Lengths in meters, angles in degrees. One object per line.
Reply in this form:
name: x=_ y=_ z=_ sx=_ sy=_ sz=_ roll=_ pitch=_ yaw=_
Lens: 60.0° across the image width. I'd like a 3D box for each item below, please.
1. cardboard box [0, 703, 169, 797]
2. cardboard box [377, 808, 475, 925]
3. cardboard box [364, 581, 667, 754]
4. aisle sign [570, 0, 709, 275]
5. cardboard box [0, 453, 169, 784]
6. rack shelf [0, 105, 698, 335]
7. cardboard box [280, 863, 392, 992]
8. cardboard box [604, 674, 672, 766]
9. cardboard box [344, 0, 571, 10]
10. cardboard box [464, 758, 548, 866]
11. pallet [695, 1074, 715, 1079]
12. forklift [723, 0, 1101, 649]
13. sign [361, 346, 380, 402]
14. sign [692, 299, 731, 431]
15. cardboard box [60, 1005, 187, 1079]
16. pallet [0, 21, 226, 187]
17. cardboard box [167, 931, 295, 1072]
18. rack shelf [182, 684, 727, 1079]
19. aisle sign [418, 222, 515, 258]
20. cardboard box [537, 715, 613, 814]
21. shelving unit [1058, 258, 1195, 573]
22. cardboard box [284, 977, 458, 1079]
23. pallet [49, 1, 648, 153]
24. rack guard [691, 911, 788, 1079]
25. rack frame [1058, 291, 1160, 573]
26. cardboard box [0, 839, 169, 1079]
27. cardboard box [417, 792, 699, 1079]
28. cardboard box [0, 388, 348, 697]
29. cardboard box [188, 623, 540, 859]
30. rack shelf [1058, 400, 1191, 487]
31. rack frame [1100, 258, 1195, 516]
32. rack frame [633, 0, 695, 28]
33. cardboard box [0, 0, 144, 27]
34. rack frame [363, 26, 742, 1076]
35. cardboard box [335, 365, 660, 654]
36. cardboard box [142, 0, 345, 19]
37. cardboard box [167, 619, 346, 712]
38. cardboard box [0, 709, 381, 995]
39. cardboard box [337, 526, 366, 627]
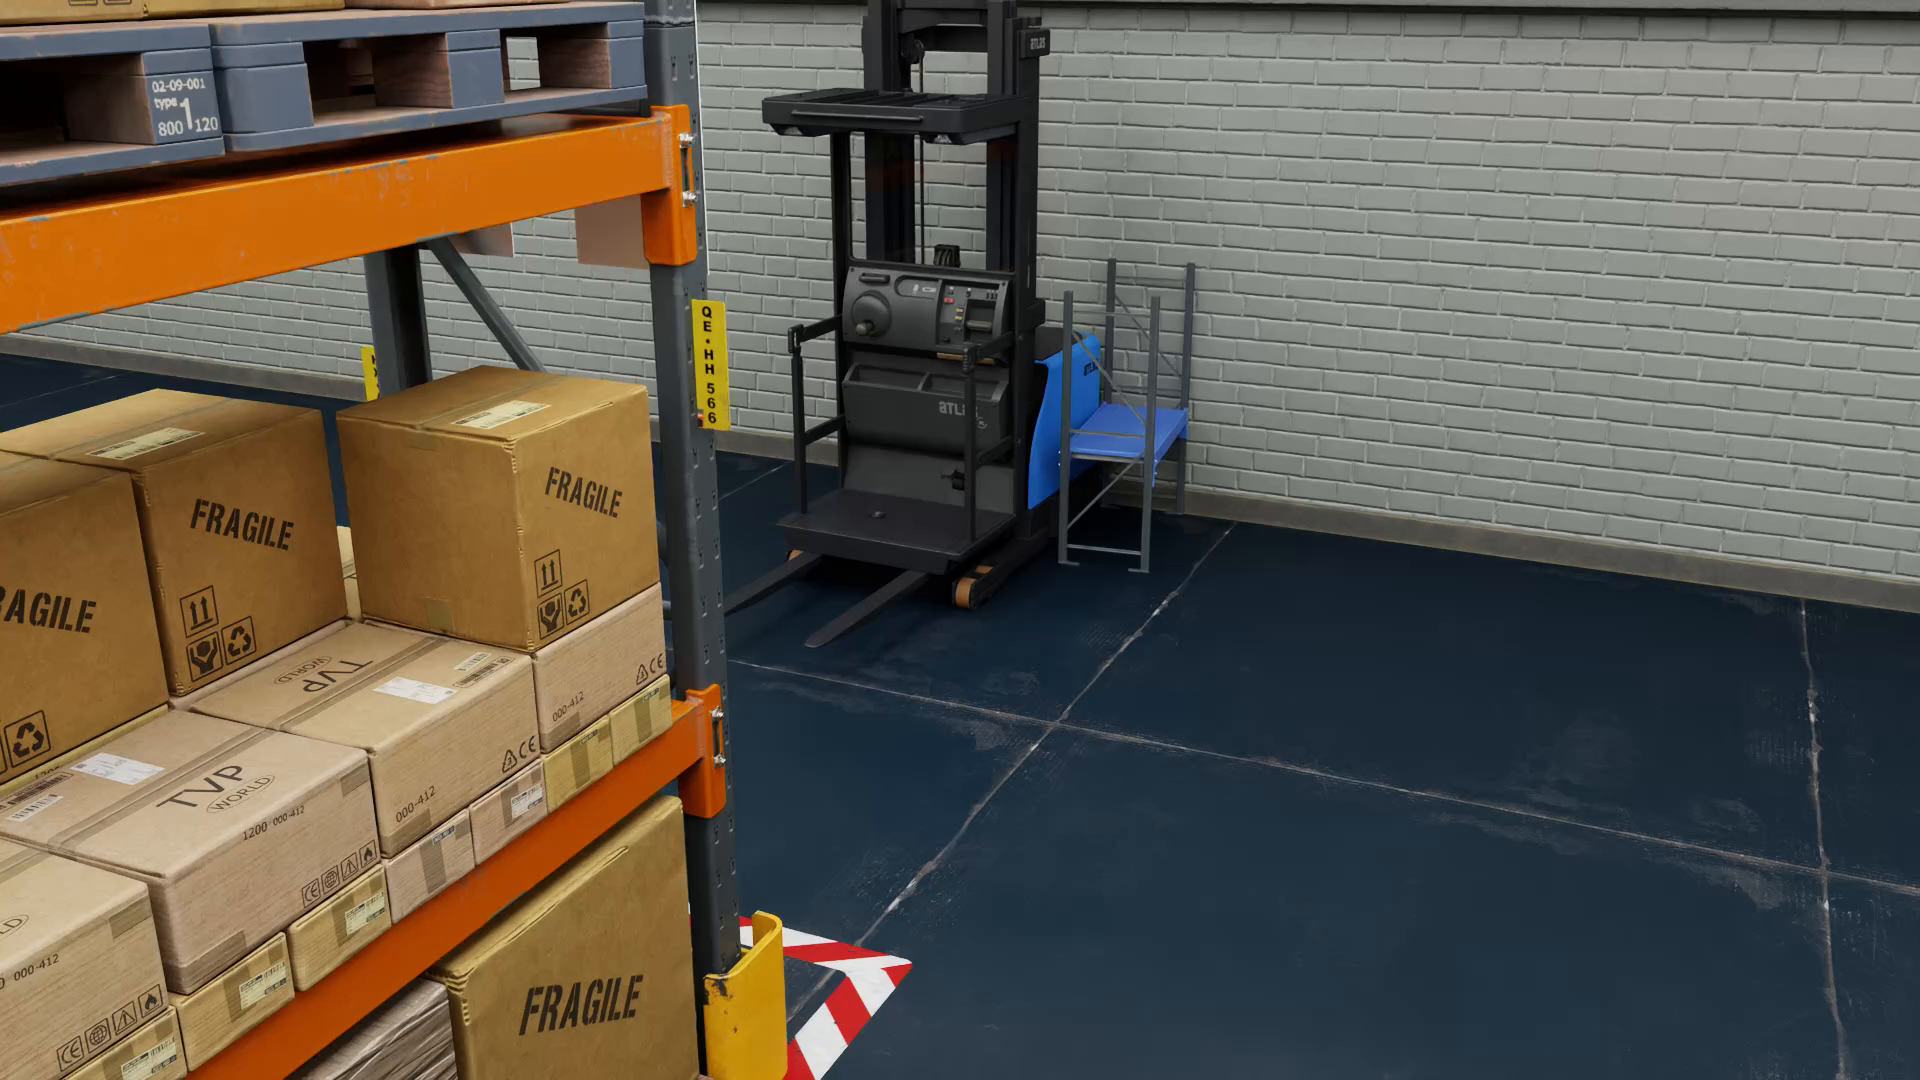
cardboard box: x=-1.968 y=0.499 z=3.368 sx=0.500 sy=0.250 sz=0.500 roll=8 pitch=21 yaw=21
cardboard box: x=-1.267 y=0.651 z=3.536 sx=0.380 sy=0.149 sz=0.250 roll=9 pitch=21 yaw=24
cardboard box: x=-1.066 y=0.261 z=4.038 sx=0.500 sy=0.250 sz=0.500 roll=8 pitch=21 yaw=22
aisle sign: x=-0.806 y=-1.060 z=4.092 sx=0.394 sy=0.787 sz=0.004 roll=9 pitch=21 yaw=23
cardboard box: x=-1.964 y=0.145 z=3.245 sx=0.500 sy=0.500 sz=0.500 roll=8 pitch=21 yaw=21
rack shelf: x=-1.928 y=-0.317 z=2.480 sx=1.077 sy=0.370 sz=4.000 roll=9 pitch=21 yaw=23
cardboard box: x=-1.372 y=0.731 z=3.312 sx=0.380 sy=0.149 sz=0.250 roll=8 pitch=21 yaw=21
cardboard box: x=-0.955 y=0.418 z=4.190 sx=0.380 sy=0.149 sz=0.250 roll=9 pitch=21 yaw=24
cardboard box: x=-1.273 y=-1.393 z=3.507 sx=0.700 sy=0.500 sz=0.500 roll=7 pitch=21 yaw=19
cardboard box: x=-1.164 y=0.575 z=3.750 sx=0.380 sy=0.149 sz=0.250 roll=9 pitch=21 yaw=23
pallet: x=-1.365 y=1.715 z=4.331 sx=1.003 sy=0.211 sz=1.213 roll=9 pitch=21 yaw=23
forklift: x=-0.277 y=-1.193 z=8.449 sx=1.130 sy=2.935 sz=3.031 roll=9 pitch=22 yaw=25
sign: x=-1.613 y=-0.377 z=4.642 sx=0.100 sy=0.325 sz=0.005 roll=9 pitch=21 yaw=23
sign: x=-0.620 y=-0.432 z=4.126 sx=0.100 sy=0.325 sz=0.005 roll=9 pitch=21 yaw=23
cardboard box: x=-1.581 y=0.886 z=2.876 sx=0.380 sy=0.149 sz=0.250 roll=9 pitch=21 yaw=24
pallet: x=-1.902 y=-0.623 z=2.400 sx=1.003 sy=0.211 sz=1.213 roll=9 pitch=21 yaw=23
cardboard box: x=-1.477 y=0.810 z=3.089 sx=0.380 sy=0.149 sz=0.250 roll=9 pitch=21 yaw=23
rack shelf: x=-1.928 y=1.096 z=2.983 sx=1.077 sy=0.370 sz=4.000 roll=9 pitch=21 yaw=23
aisle sign: x=-1.354 y=-1.142 z=4.323 sx=0.394 sy=0.787 sz=0.004 roll=9 pitch=21 yaw=23
cardboard box: x=-1.060 y=0.498 z=3.966 sx=0.380 sy=0.149 sz=0.250 roll=9 pitch=21 yaw=23
shelving unit: x=0.934 y=-0.720 z=9.255 sx=0.538 sy=1.500 sz=1.048 roll=6 pitch=20 yaw=17
cardboard box: x=-1.671 y=1.434 z=3.504 sx=0.875 sy=0.875 sz=0.875 roll=9 pitch=21 yaw=23
pallet: x=-1.404 y=-0.997 z=3.452 sx=1.003 sy=0.211 sz=1.213 roll=9 pitch=21 yaw=23
rack guard: x=-1.100 y=1.316 z=5.021 sx=1.175 sy=0.500 sz=0.348 roll=9 pitch=21 yaw=23
rack frame: x=0.780 y=-0.558 z=8.799 sx=0.500 sy=1.500 sz=0.032 roll=6 pitch=20 yaw=17
cardboard box: x=-1.692 y=0.732 z=2.715 sx=0.500 sy=0.250 sz=0.500 roll=9 pitch=21 yaw=23
cardboard box: x=-1.298 y=1.156 z=4.286 sx=0.875 sy=0.875 sz=0.875 roll=9 pitch=21 yaw=23
cardboard box: x=-1.757 y=-0.014 z=3.693 sx=0.500 sy=0.500 sz=0.500 roll=8 pitch=21 yaw=21
cardboard box: x=-1.274 y=0.416 z=3.602 sx=0.500 sy=0.250 sz=0.500 roll=8 pitch=21 yaw=22
rack shelf: x=0.934 y=-0.551 z=9.316 sx=0.538 sy=0.185 sz=1.000 roll=6 pitch=20 yaw=17
rack frame: x=1.088 y=-0.882 z=9.712 sx=0.500 sy=1.500 sz=0.032 roll=6 pitch=20 yaw=17
rack frame: x=-1.109 y=-2.680 z=3.576 sx=1.000 sy=3.000 sz=0.127 roll=9 pitch=21 yaw=23
cardboard box: x=-1.781 y=-1.073 z=2.607 sx=0.700 sy=0.500 sz=0.500 roll=7 pitch=21 yaw=19
rack frame: x=-1.109 y=0.146 z=4.581 sx=1.000 sy=3.000 sz=0.127 roll=9 pitch=21 yaw=23
cardboard box: x=-1.069 y=-0.092 z=3.911 sx=0.500 sy=0.500 sz=0.500 roll=9 pitch=21 yaw=23
cardboard box: x=-1.614 y=-1.237 z=3.070 sx=0.700 sy=0.500 sz=0.500 roll=8 pitch=21 yaw=21
cardboard box: x=-1.759 y=0.346 z=3.799 sx=0.500 sy=0.250 sz=0.500 roll=8 pitch=21 yaw=22
cardboard box: x=-1.482 y=0.572 z=3.164 sx=0.500 sy=0.250 sz=0.500 roll=8 pitch=21 yaw=21
cardboard box: x=-1.552 y=0.186 z=4.248 sx=0.500 sy=0.250 sz=0.500 roll=8 pitch=21 yaw=21
